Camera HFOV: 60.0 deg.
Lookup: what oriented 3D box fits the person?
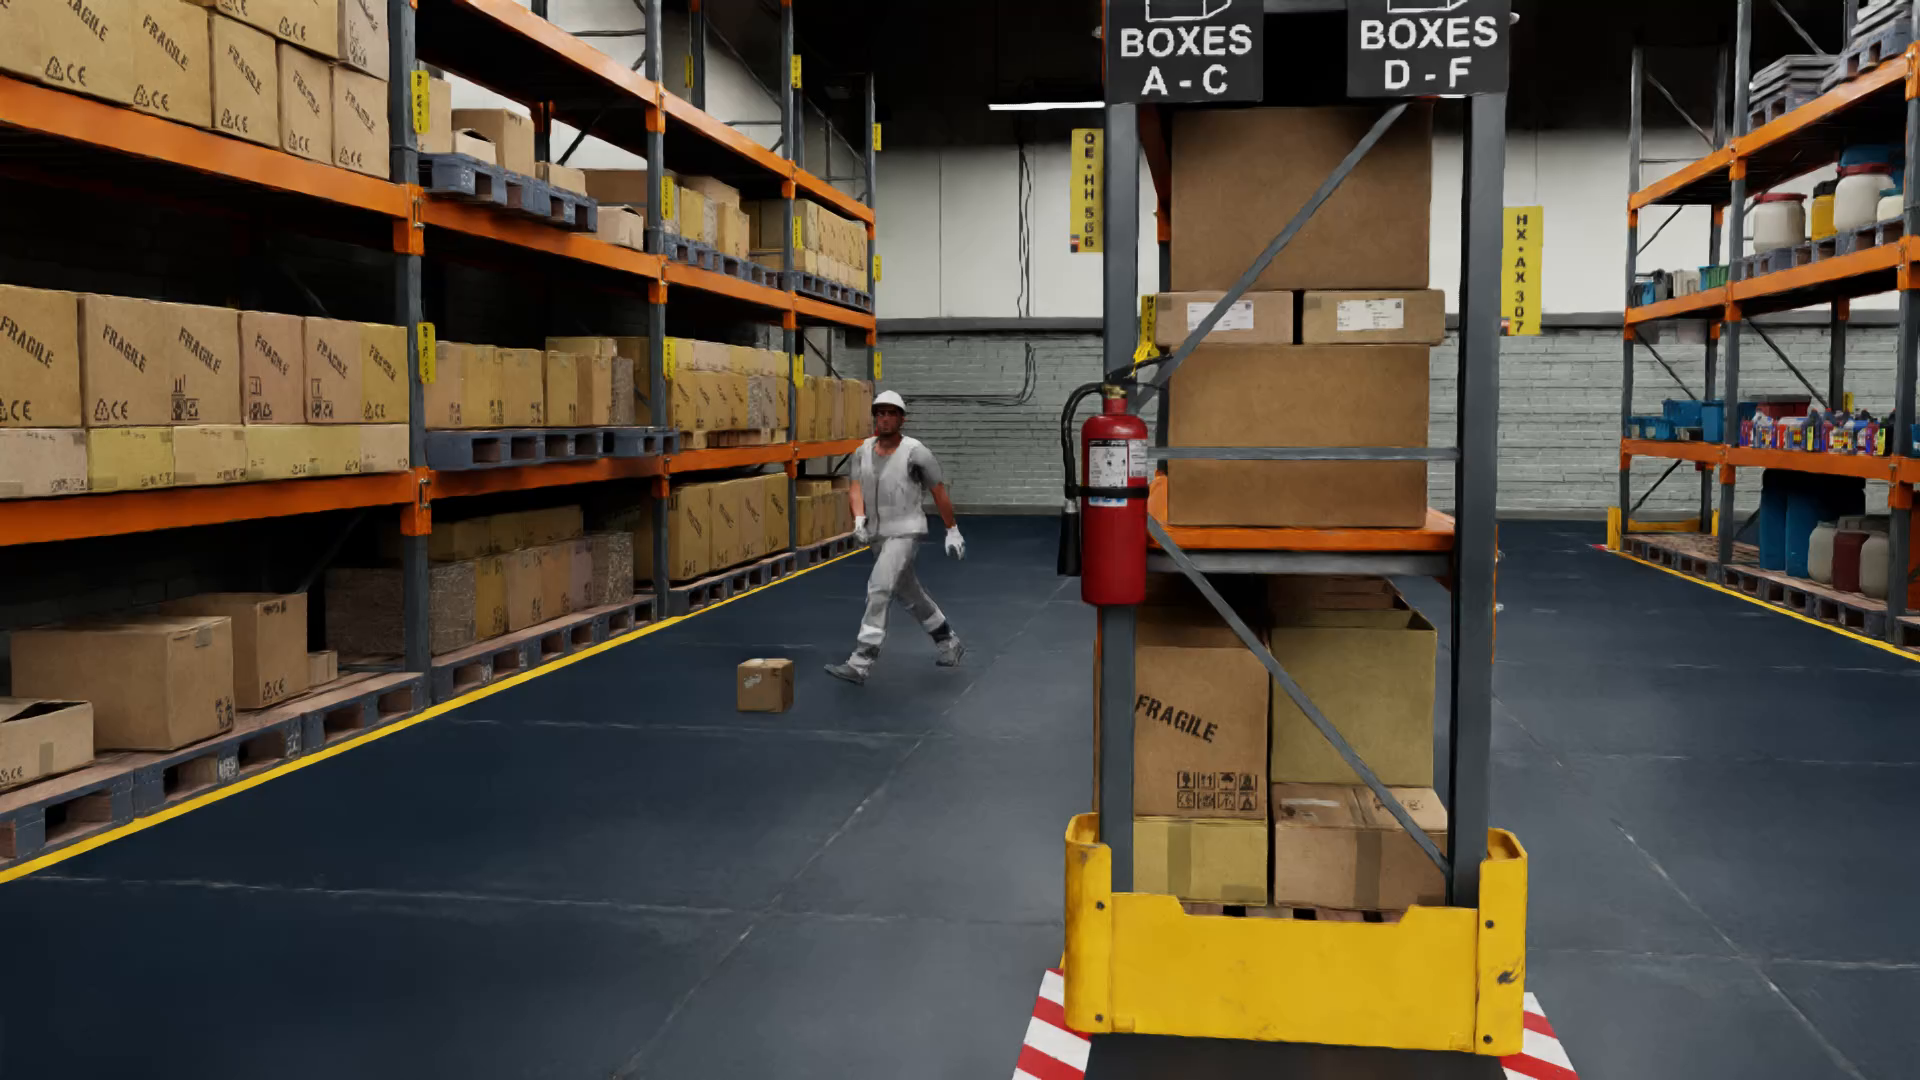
[{"bbox_3d":[-0.372,-0.020,9.905,0.547,1.739,1.069,4,6,41],"label":"person"}]
